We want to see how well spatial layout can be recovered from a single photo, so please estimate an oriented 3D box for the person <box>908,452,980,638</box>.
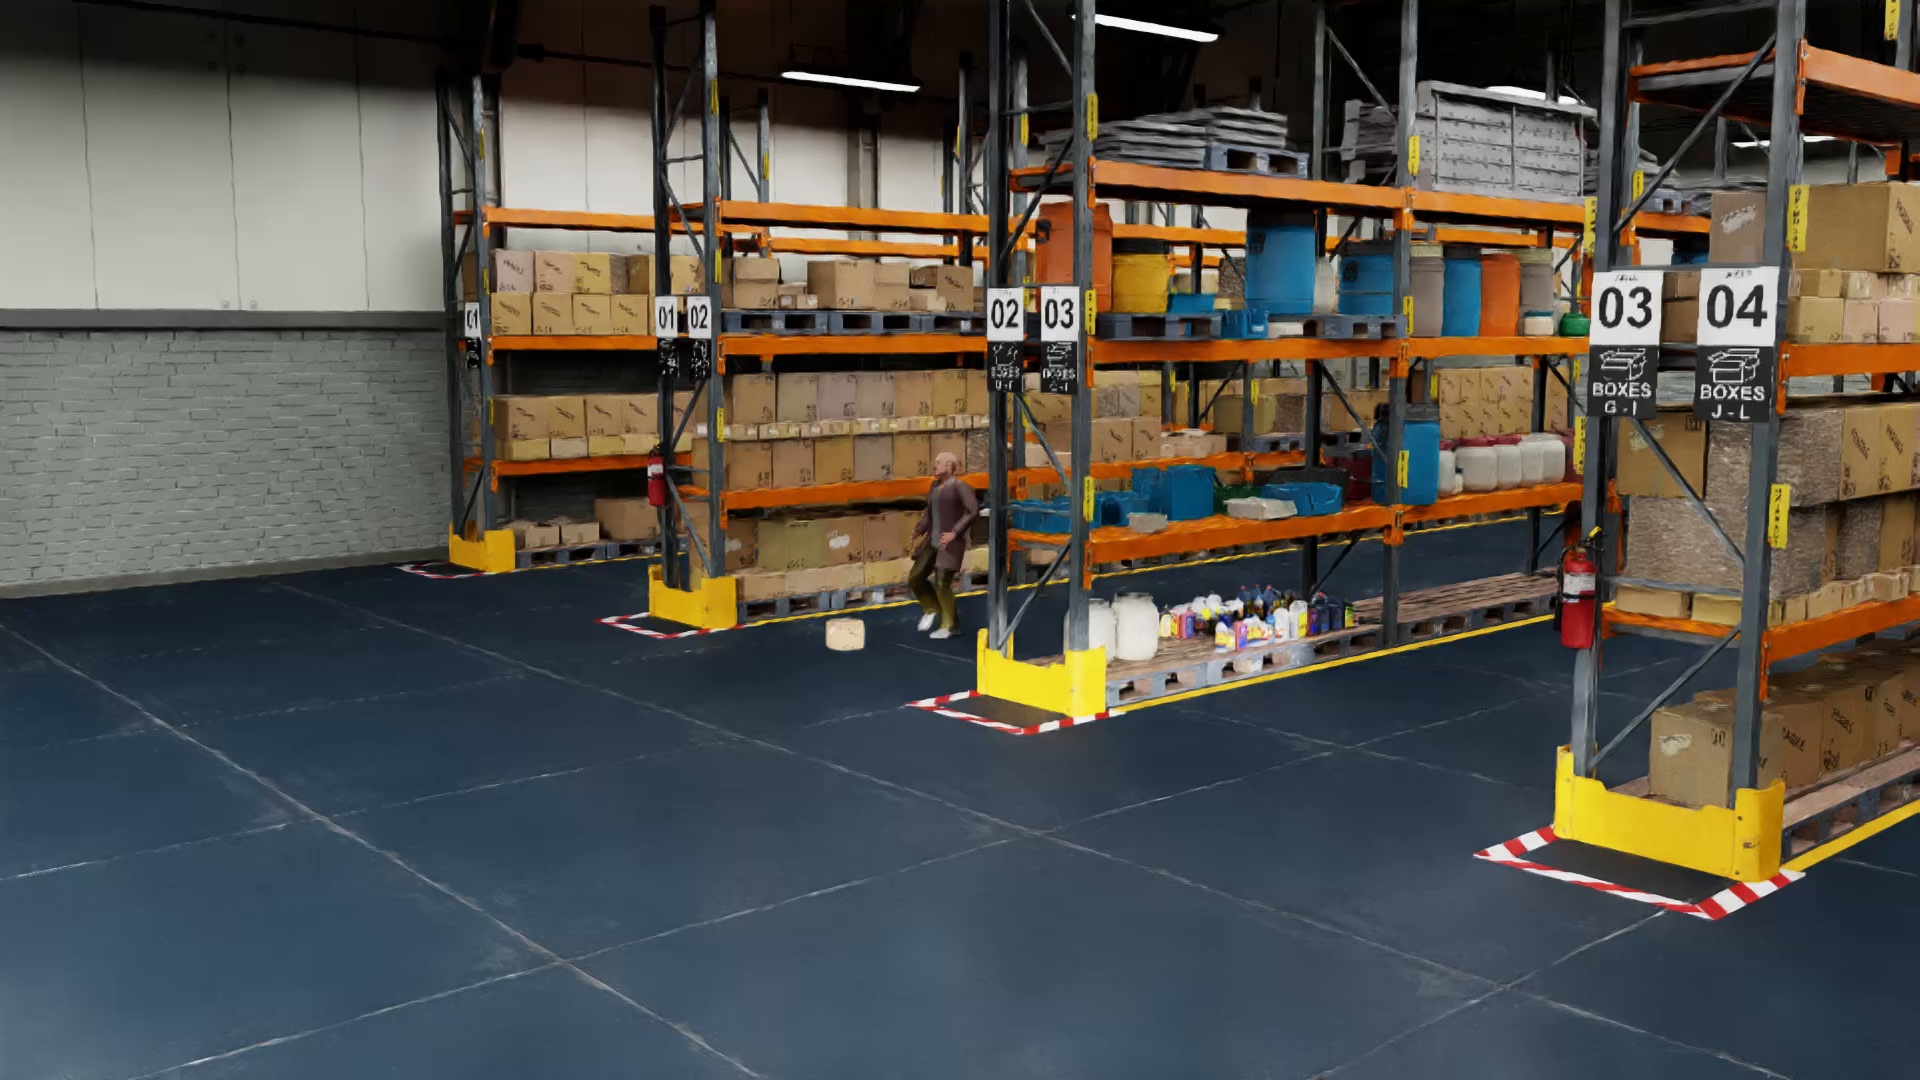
[{"bbox_3d":[-0.160,0.048,15.603,0.772,1.744,0.525,6,10,41],"label":"person"}]
